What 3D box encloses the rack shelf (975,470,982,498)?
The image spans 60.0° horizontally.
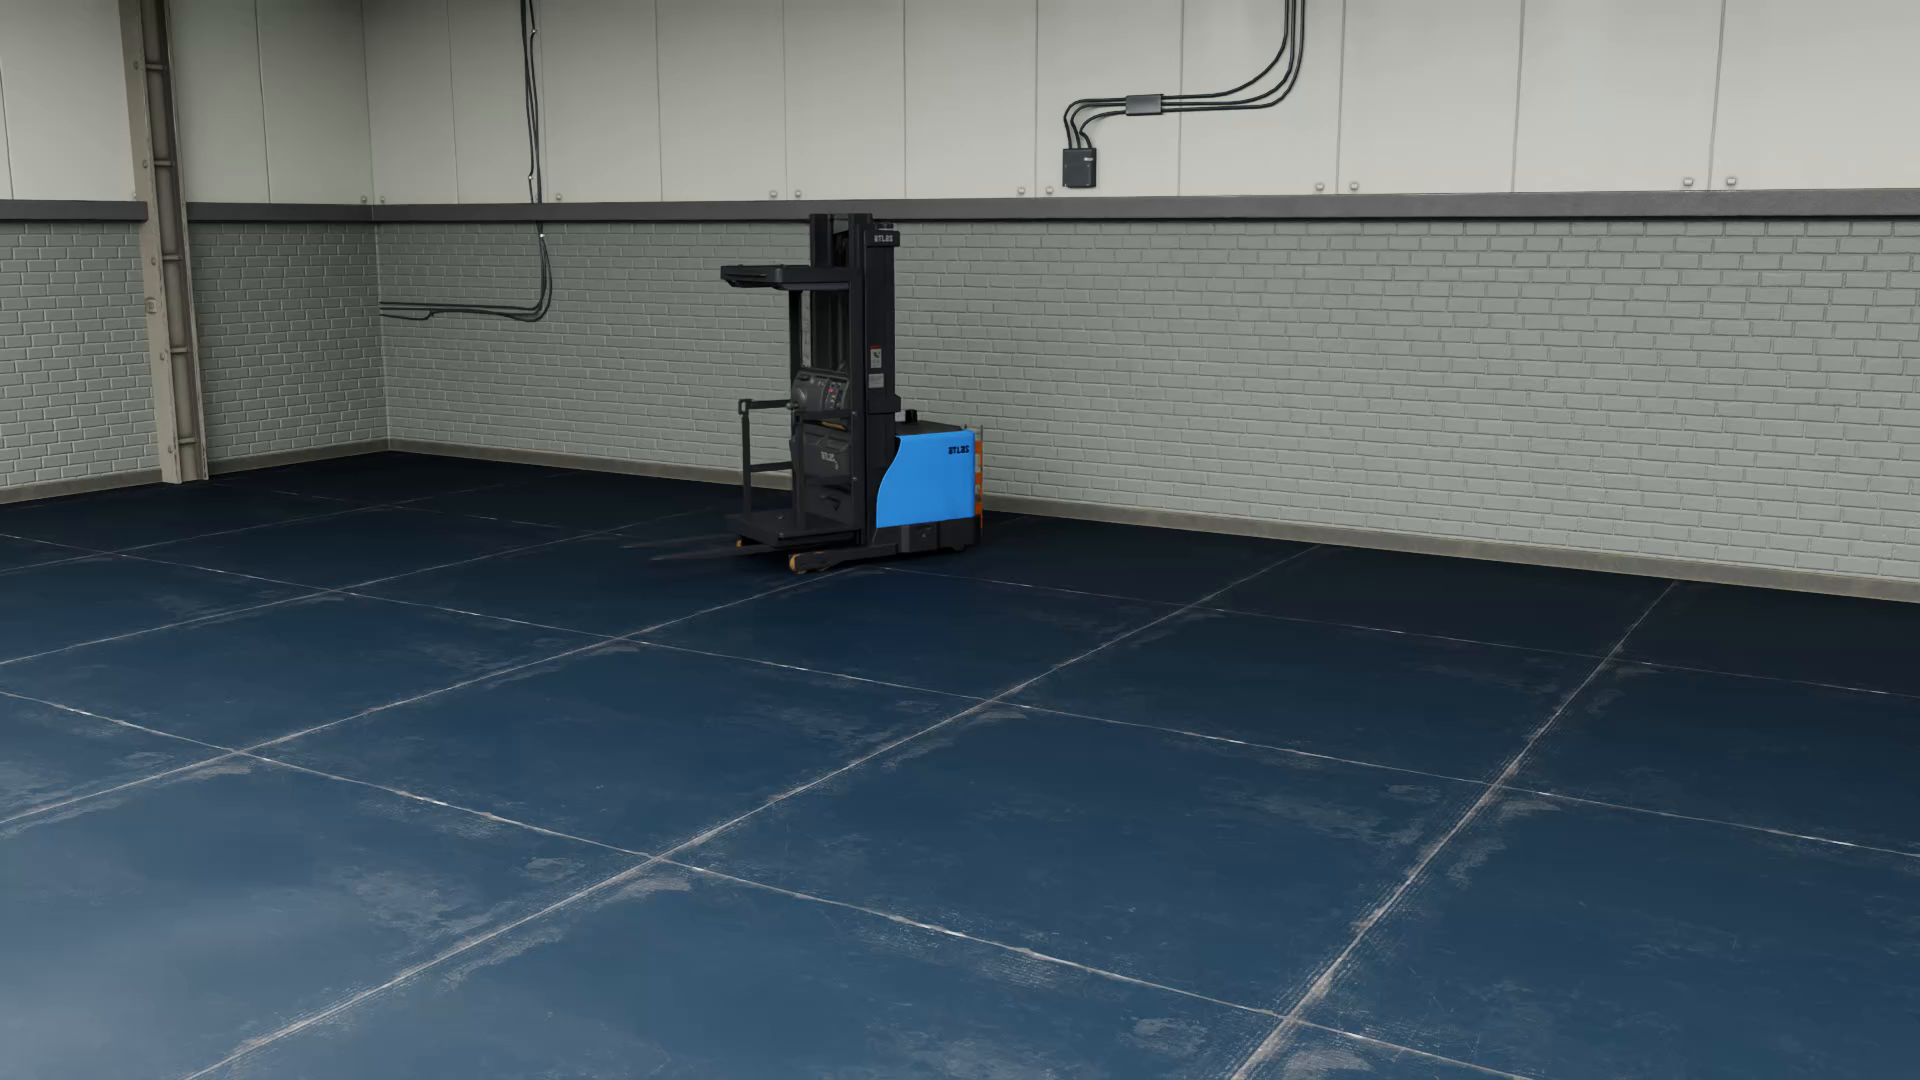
[{"bbox_3d":[0.047,-0.503,15.142,0.215,0.259,0.240,8,13,36],"label":"rack shelf"}]

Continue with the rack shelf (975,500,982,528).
[{"bbox_3d":[0.047,-0.230,15.194,0.215,0.259,0.240,8,13,36],"label":"rack shelf"}]

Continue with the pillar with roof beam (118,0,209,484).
[{"bbox_3d":[-5.112,-4.689,15.842,9.100,9.000,0.400,6,12,31],"label":"pillar with roof beam"}]

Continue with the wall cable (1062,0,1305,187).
[{"bbox_3d":[1.974,-6.200,14.668,2.305,6.003,0.169,6,12,31],"label":"wall cable"}]

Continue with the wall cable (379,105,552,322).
[{"bbox_3d":[-6.131,-3.911,20.125,3.097,2.526,0.112,6,12,31],"label":"wall cable"}]

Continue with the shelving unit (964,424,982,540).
[{"bbox_3d":[0.047,-0.514,15.140,0.215,1.050,0.252,8,13,36],"label":"shelving unit"}]

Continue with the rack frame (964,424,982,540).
[{"bbox_3d":[0.120,-0.532,15.237,0.200,1.050,0.008,8,13,36],"label":"rack frame"}]

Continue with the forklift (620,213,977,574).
[{"bbox_3d":[-1.364,-1.271,14.072,3.031,2.935,1.130,-7,13,-33],"label":"forklift"}]

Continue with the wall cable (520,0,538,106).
[{"bbox_3d":[-3.819,-6.135,18.280,3.097,2.526,0.112,6,12,31],"label":"wall cable"}]

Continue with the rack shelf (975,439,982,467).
[{"bbox_3d":[0.047,-0.782,15.090,0.215,0.259,0.240,8,13,36],"label":"rack shelf"}]
